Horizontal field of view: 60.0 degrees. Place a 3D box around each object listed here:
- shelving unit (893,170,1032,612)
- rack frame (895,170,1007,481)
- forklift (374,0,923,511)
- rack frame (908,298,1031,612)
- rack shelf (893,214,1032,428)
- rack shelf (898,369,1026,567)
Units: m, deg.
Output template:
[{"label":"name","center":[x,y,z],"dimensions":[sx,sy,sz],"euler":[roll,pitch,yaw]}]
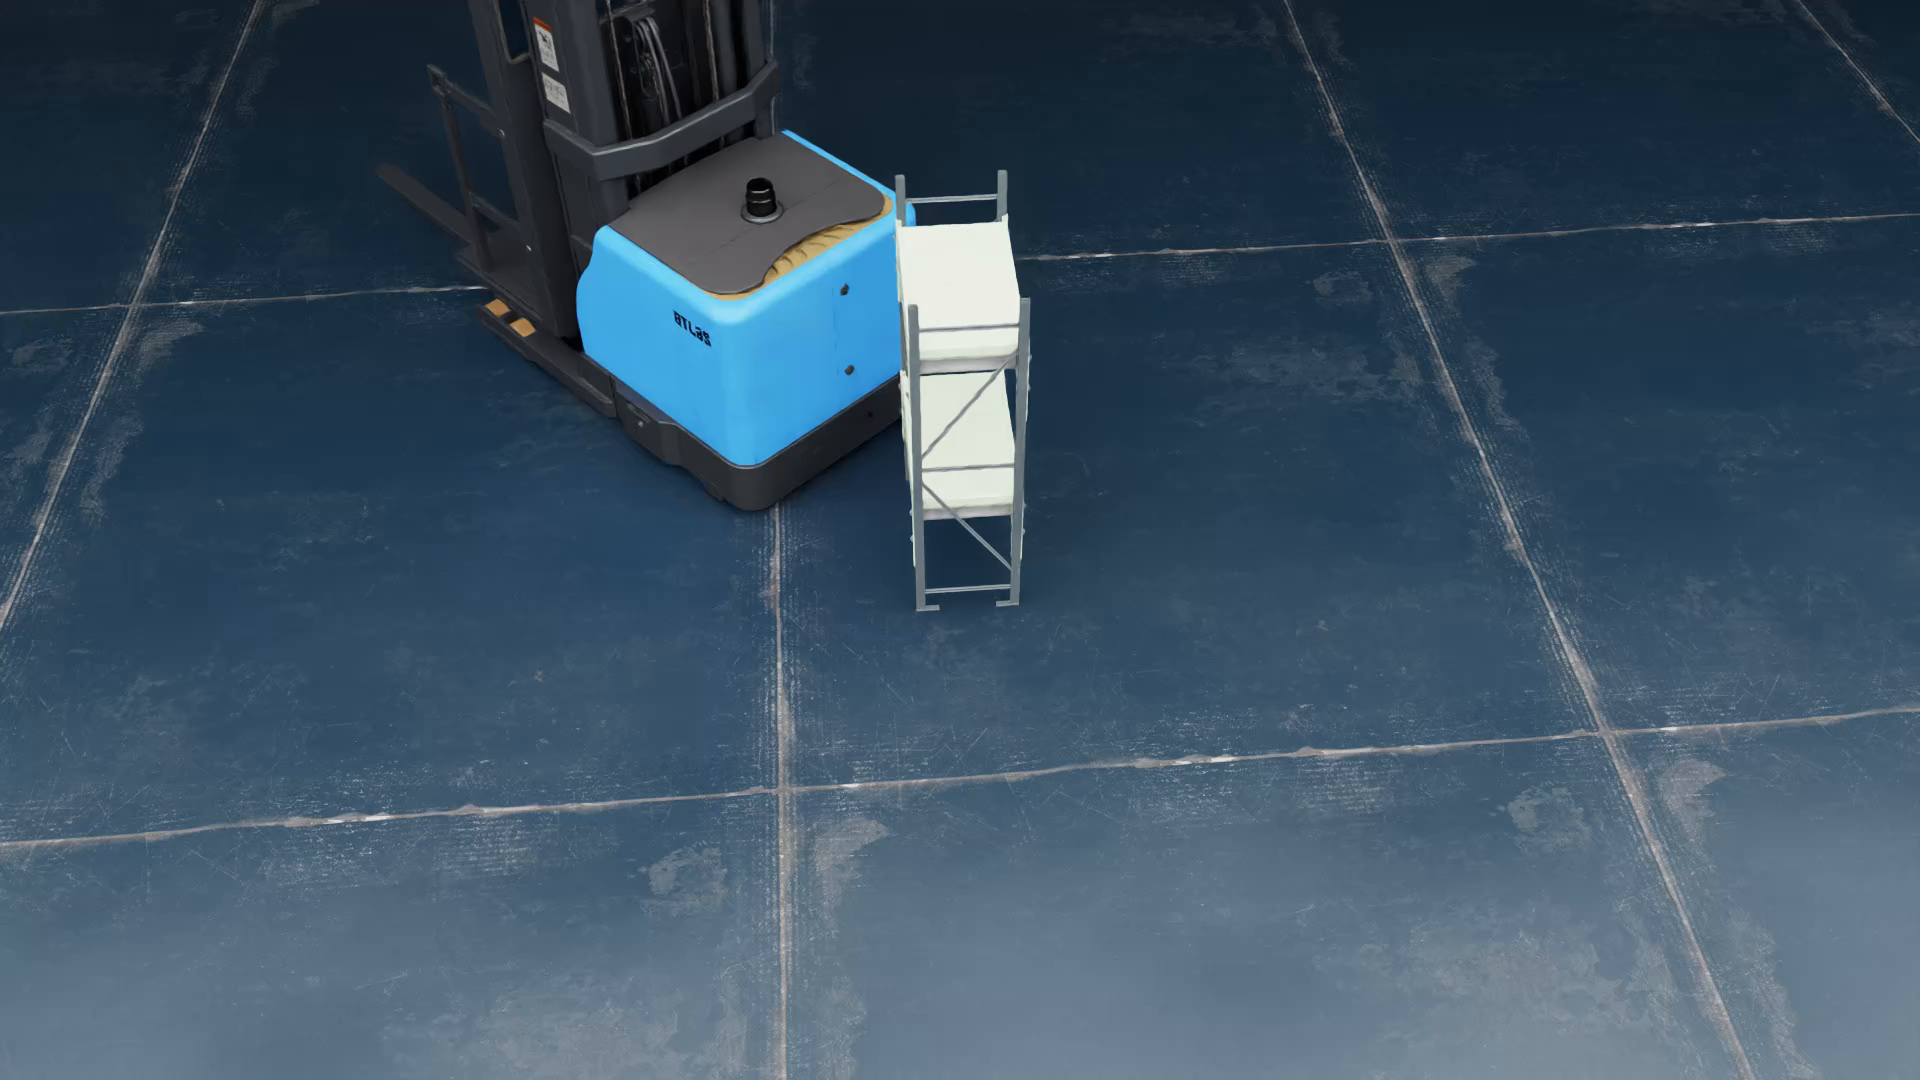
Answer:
[{"label":"shelving unit","center":[-0.001,-0.521,6.210],"dimensions":[0.431,1.500,0.755],"euler":[-3,47,-3]},{"label":"rack frame","center":[-0.031,-0.785,6.461],"dimensions":[0.400,1.500,0.023],"euler":[-3,47,-3]},{"label":"forklift","center":[-1.564,-2.085,6.706],"dimensions":[3.031,2.935,1.130],"euler":[35,56,29]},{"label":"rack frame","center":[0.030,-0.256,5.959],"dimensions":[0.400,1.500,0.023],"euler":[-3,47,-3]},{"label":"rack shelf","center":[-0.001,-0.789,5.927],"dimensions":[0.431,0.370,0.720],"euler":[-3,47,-3]},{"label":"rack shelf","center":[-0.001,-0.296,6.447],"dimensions":[0.431,0.370,0.720],"euler":[-3,47,-3]}]
